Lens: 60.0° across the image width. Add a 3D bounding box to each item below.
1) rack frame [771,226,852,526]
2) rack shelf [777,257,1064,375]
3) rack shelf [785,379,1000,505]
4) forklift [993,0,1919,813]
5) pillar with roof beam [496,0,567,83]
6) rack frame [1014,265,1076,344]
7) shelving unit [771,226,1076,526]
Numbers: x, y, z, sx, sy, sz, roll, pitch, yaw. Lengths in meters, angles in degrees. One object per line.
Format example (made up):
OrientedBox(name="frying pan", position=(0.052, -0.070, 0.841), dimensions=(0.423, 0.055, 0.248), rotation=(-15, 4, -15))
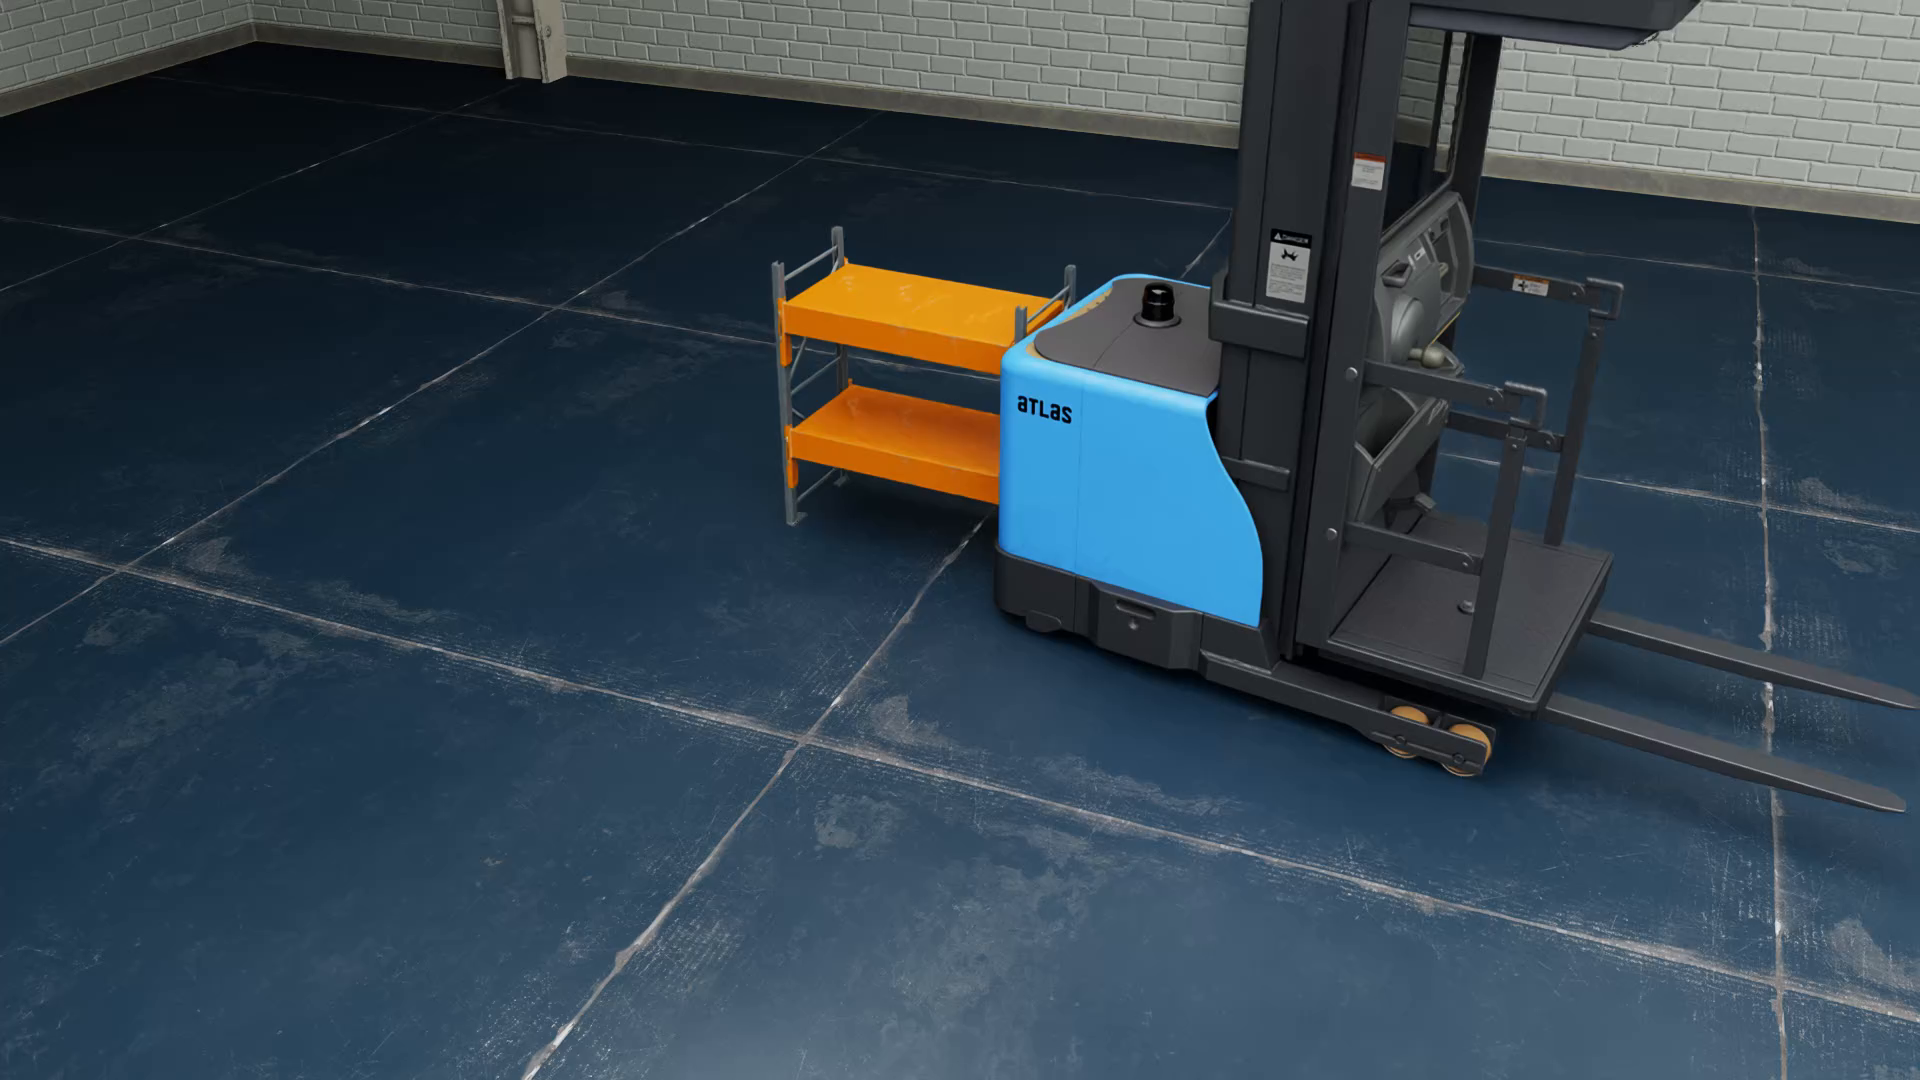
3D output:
OrientedBox(name="rack frame", position=(-0.594, -0.663, 6.780), dimensions=(0.032, 1.125, 0.500), rotation=(14, 32, 23))
OrientedBox(name="rack shelf", position=(-0.138, -0.807, 6.441), dimensions=(1.000, 0.278, 0.538), rotation=(14, 32, 23))
OrientedBox(name="rack shelf", position=(-0.138, -0.340, 6.705), dimensions=(1.000, 0.278, 0.538), rotation=(14, 32, 23))
OrientedBox(name="forklift", position=(1.652, -0.809, 5.202), dimensions=(3.031, 2.935, 1.130), rotation=(17, 33, 27))
OrientedBox(name="pillar with roof beam", position=(-5.000, -5.668, 7.632), dimensions=(0.400, 9.000, 9.100), rotation=(11, 31, 19))
OrientedBox(name="rack frame", position=(0.319, -0.442, 6.390), dimensions=(0.032, 1.125, 0.500), rotation=(14, 32, 23))
OrientedBox(name="shelving unit", position=(-0.138, -0.553, 6.585), dimensions=(1.048, 1.125, 0.538), rotation=(14, 32, 23))
